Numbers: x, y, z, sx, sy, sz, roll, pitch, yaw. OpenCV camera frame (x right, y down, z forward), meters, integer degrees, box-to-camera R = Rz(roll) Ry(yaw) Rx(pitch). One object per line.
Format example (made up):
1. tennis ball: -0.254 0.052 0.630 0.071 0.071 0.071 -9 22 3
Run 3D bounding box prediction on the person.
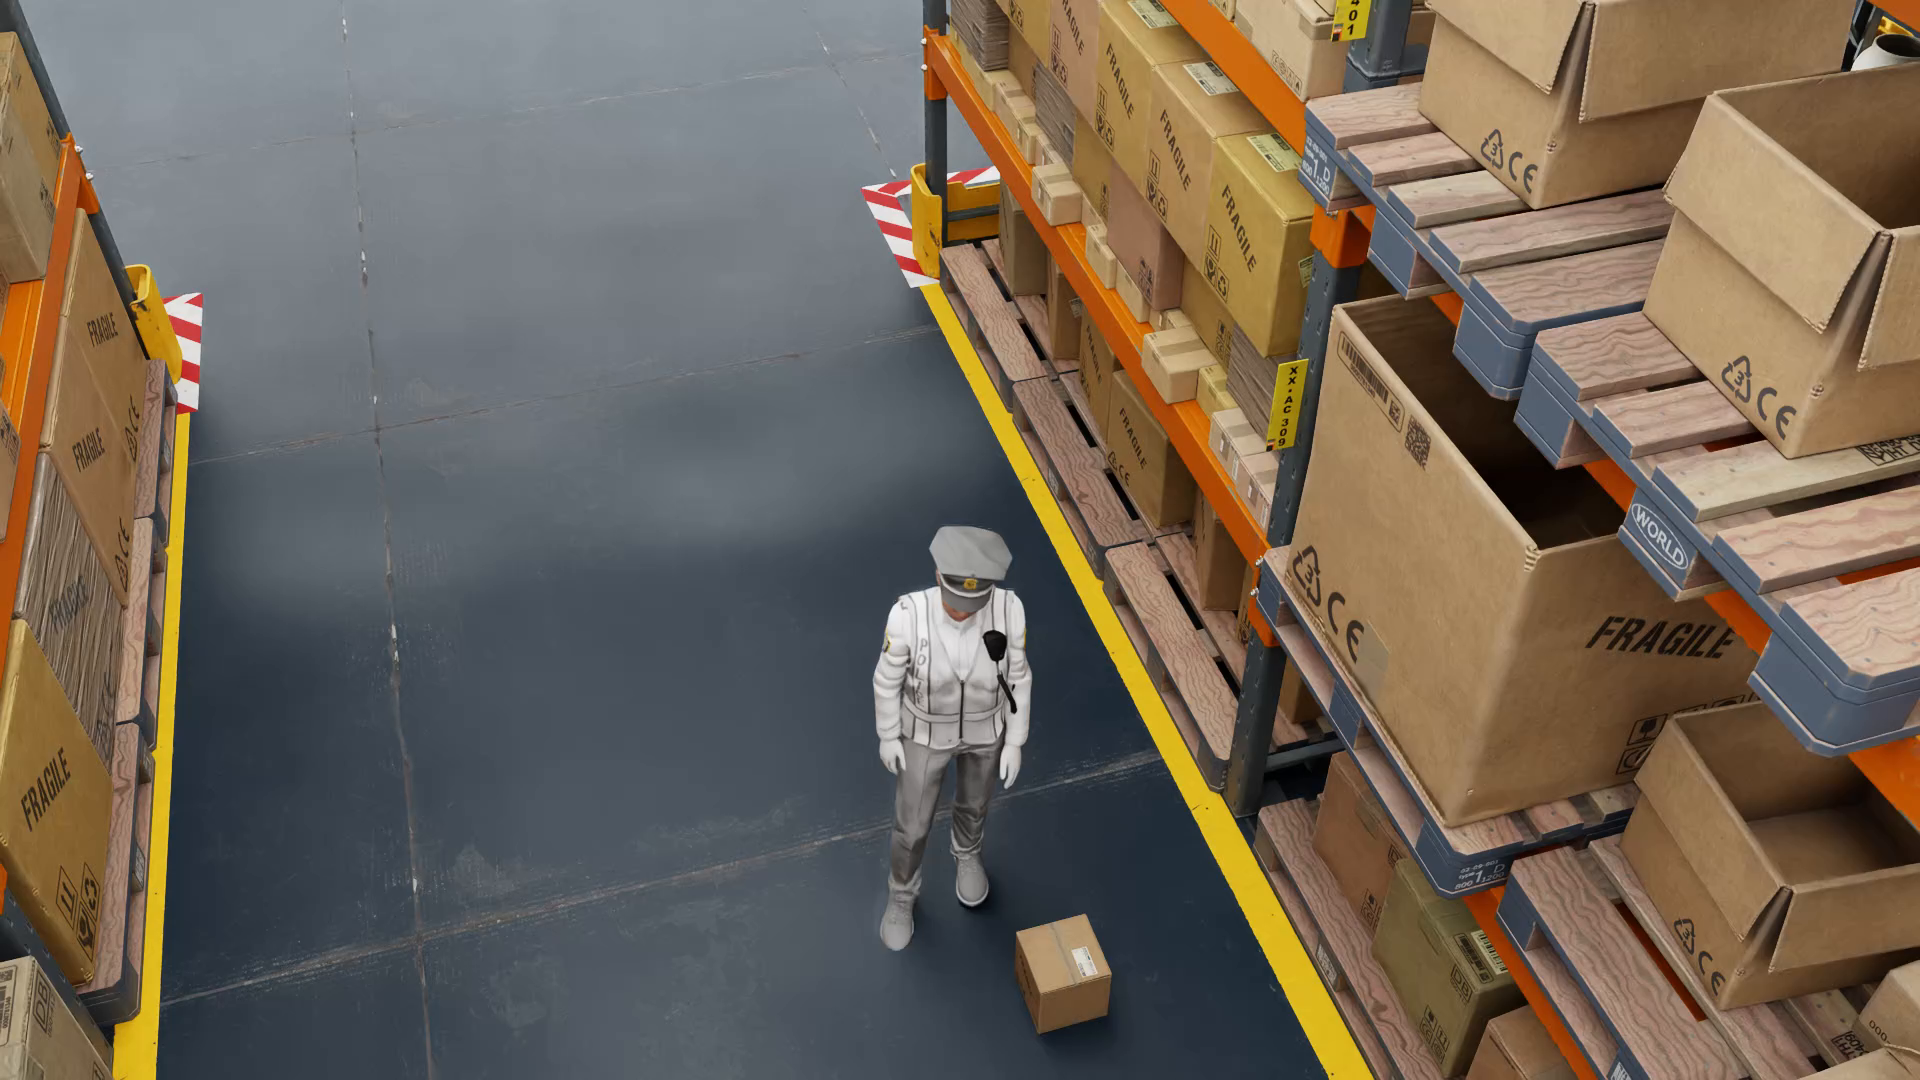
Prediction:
1. person: -0.033 0.674 5.437 0.547 1.719 0.408 -7 43 -7
